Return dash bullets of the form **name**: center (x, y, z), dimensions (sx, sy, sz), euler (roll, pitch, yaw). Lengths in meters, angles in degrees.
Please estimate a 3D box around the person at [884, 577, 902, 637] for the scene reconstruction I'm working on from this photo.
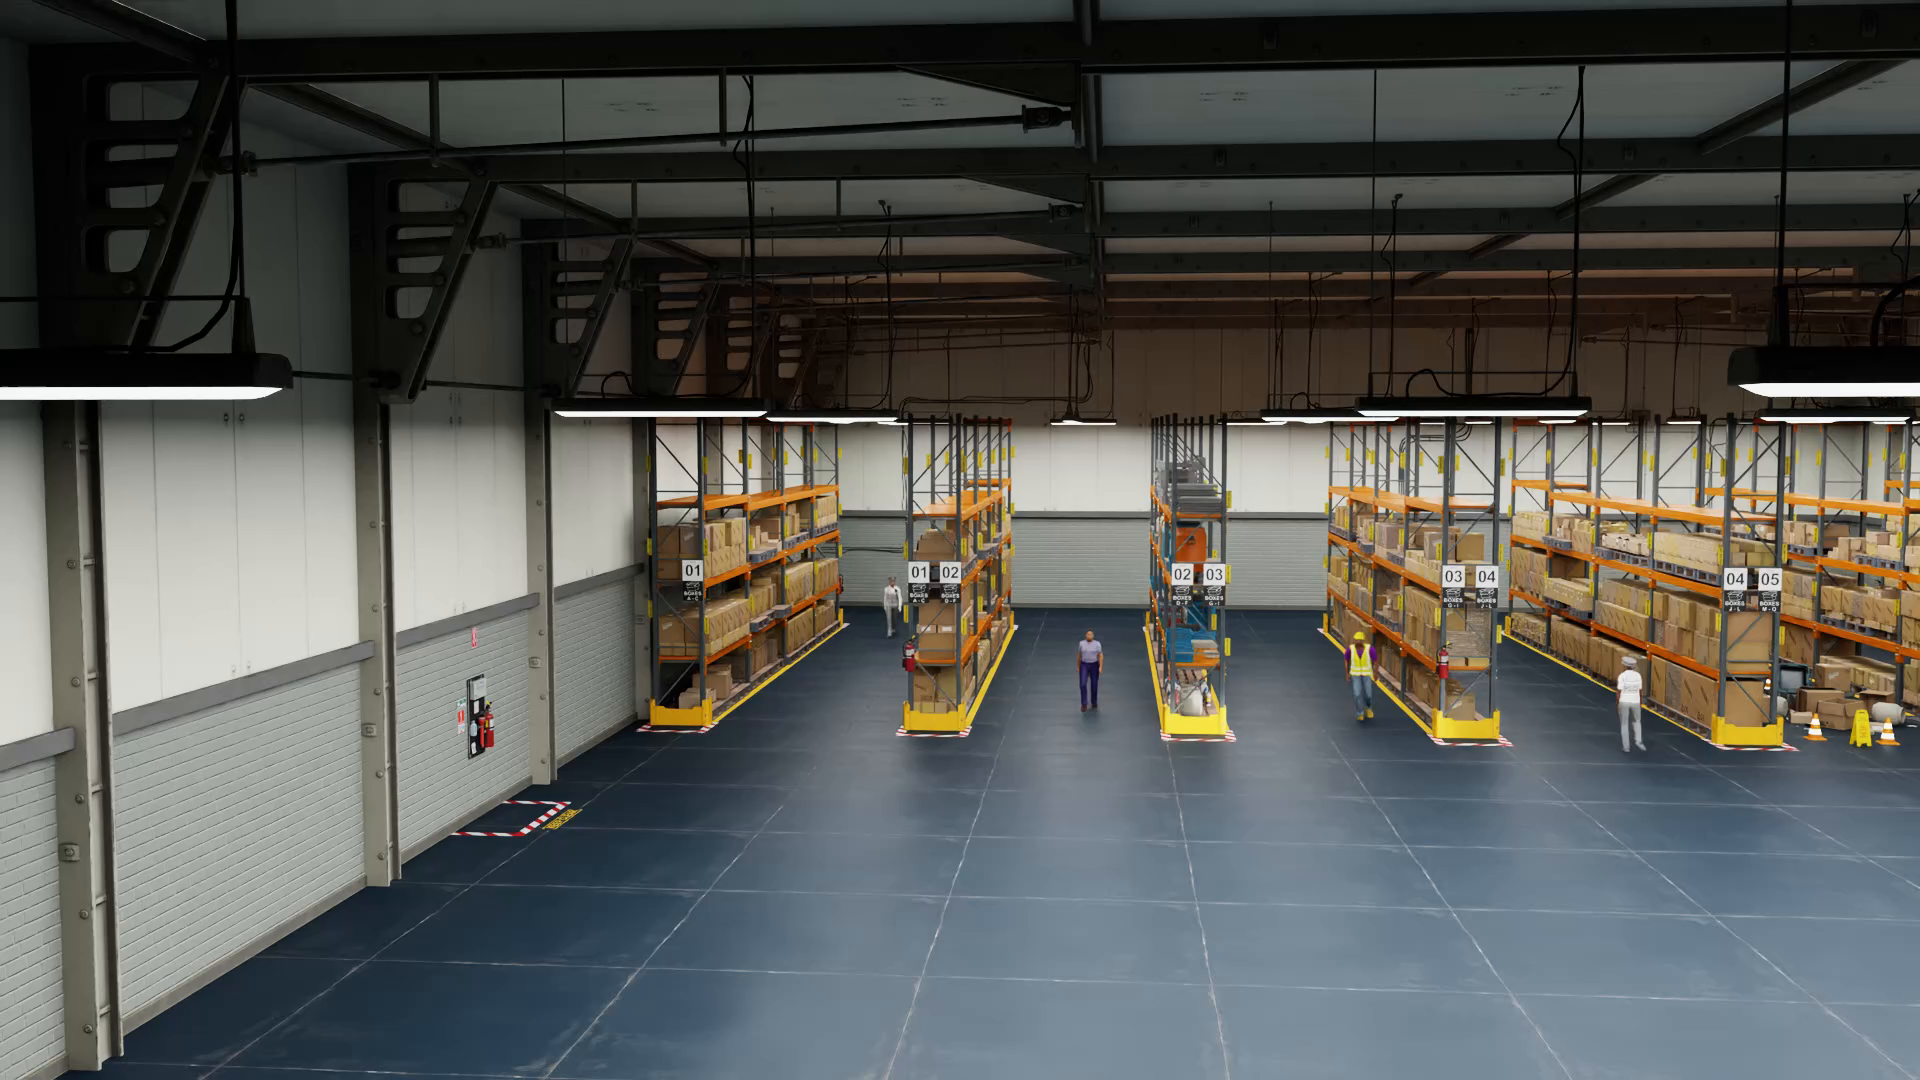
- **person**: center (-1.843, 1.811, 45.815), dimensions (0.500, 1.618, 1.060), euler (0, 4, -6)

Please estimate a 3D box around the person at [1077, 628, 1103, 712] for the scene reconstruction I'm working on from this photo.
- **person**: center (2.644, 2.633, 33.840), dimensions (0.534, 1.669, 0.652), euler (0, 4, 7)

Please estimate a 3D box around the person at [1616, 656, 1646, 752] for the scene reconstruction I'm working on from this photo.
- **person**: center (11.847, 2.908, 29.372), dimensions (0.511, 1.681, 0.449), euler (1, 4, 8)

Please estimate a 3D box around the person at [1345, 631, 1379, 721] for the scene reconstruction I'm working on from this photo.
- **person**: center (7.892, 2.655, 32.683), dimensions (0.649, 1.744, 0.582), euler (1, 4, 15)
